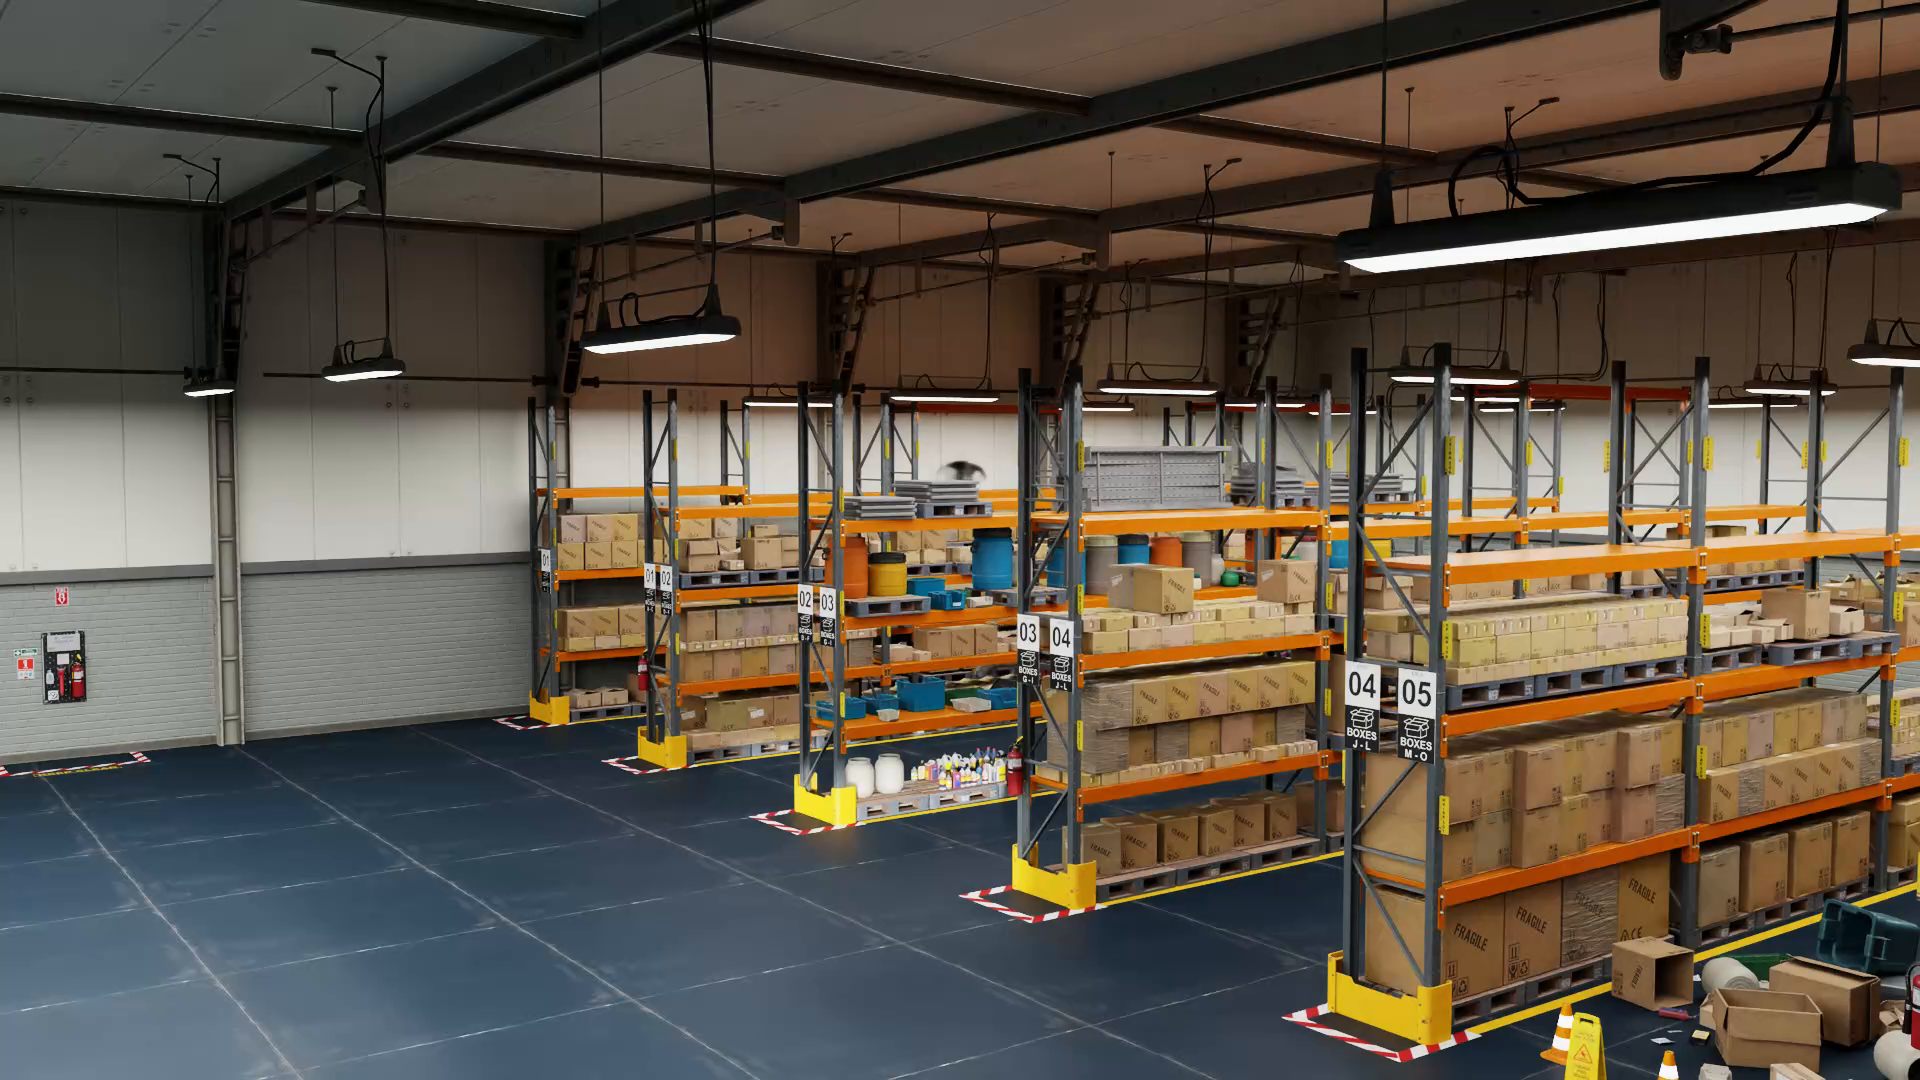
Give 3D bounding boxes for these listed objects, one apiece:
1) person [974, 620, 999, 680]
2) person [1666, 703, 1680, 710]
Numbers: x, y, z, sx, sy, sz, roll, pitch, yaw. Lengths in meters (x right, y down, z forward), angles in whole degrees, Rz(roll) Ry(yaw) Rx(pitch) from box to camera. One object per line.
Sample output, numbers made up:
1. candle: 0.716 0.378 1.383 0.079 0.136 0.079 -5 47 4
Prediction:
1. person: 0.582 2.382 33.049 0.518 1.593 0.640 -1 4 -21
2. person: 9.857 3.036 22.956 0.541 1.580 0.654 -1 3 -10
